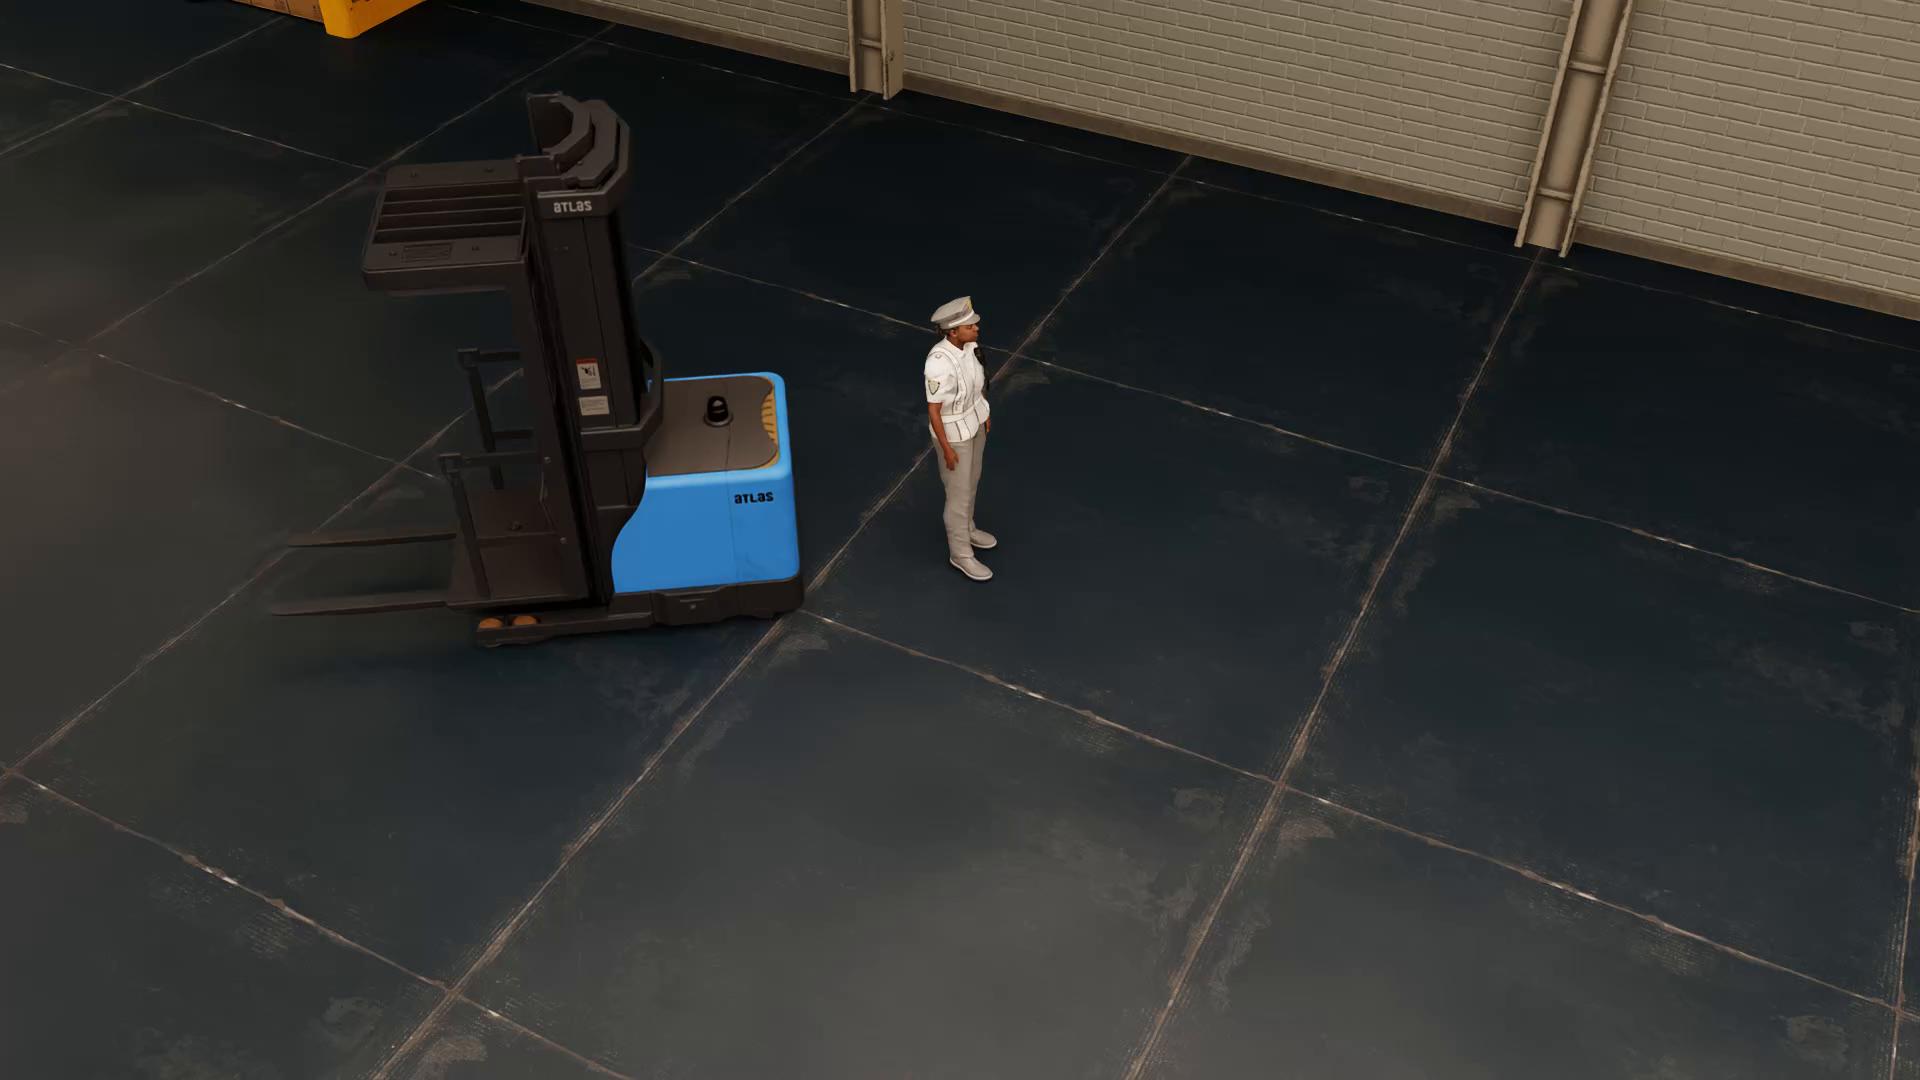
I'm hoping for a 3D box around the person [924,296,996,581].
[{"bbox_3d":[0.058,-0.621,9.671,0.528,1.697,0.570,18,43,21],"label":"person"}]

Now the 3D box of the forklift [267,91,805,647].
[{"bbox_3d":[-2.467,-0.870,9.020,3.031,2.935,1.130,-5,40,-6],"label":"forklift"}]
